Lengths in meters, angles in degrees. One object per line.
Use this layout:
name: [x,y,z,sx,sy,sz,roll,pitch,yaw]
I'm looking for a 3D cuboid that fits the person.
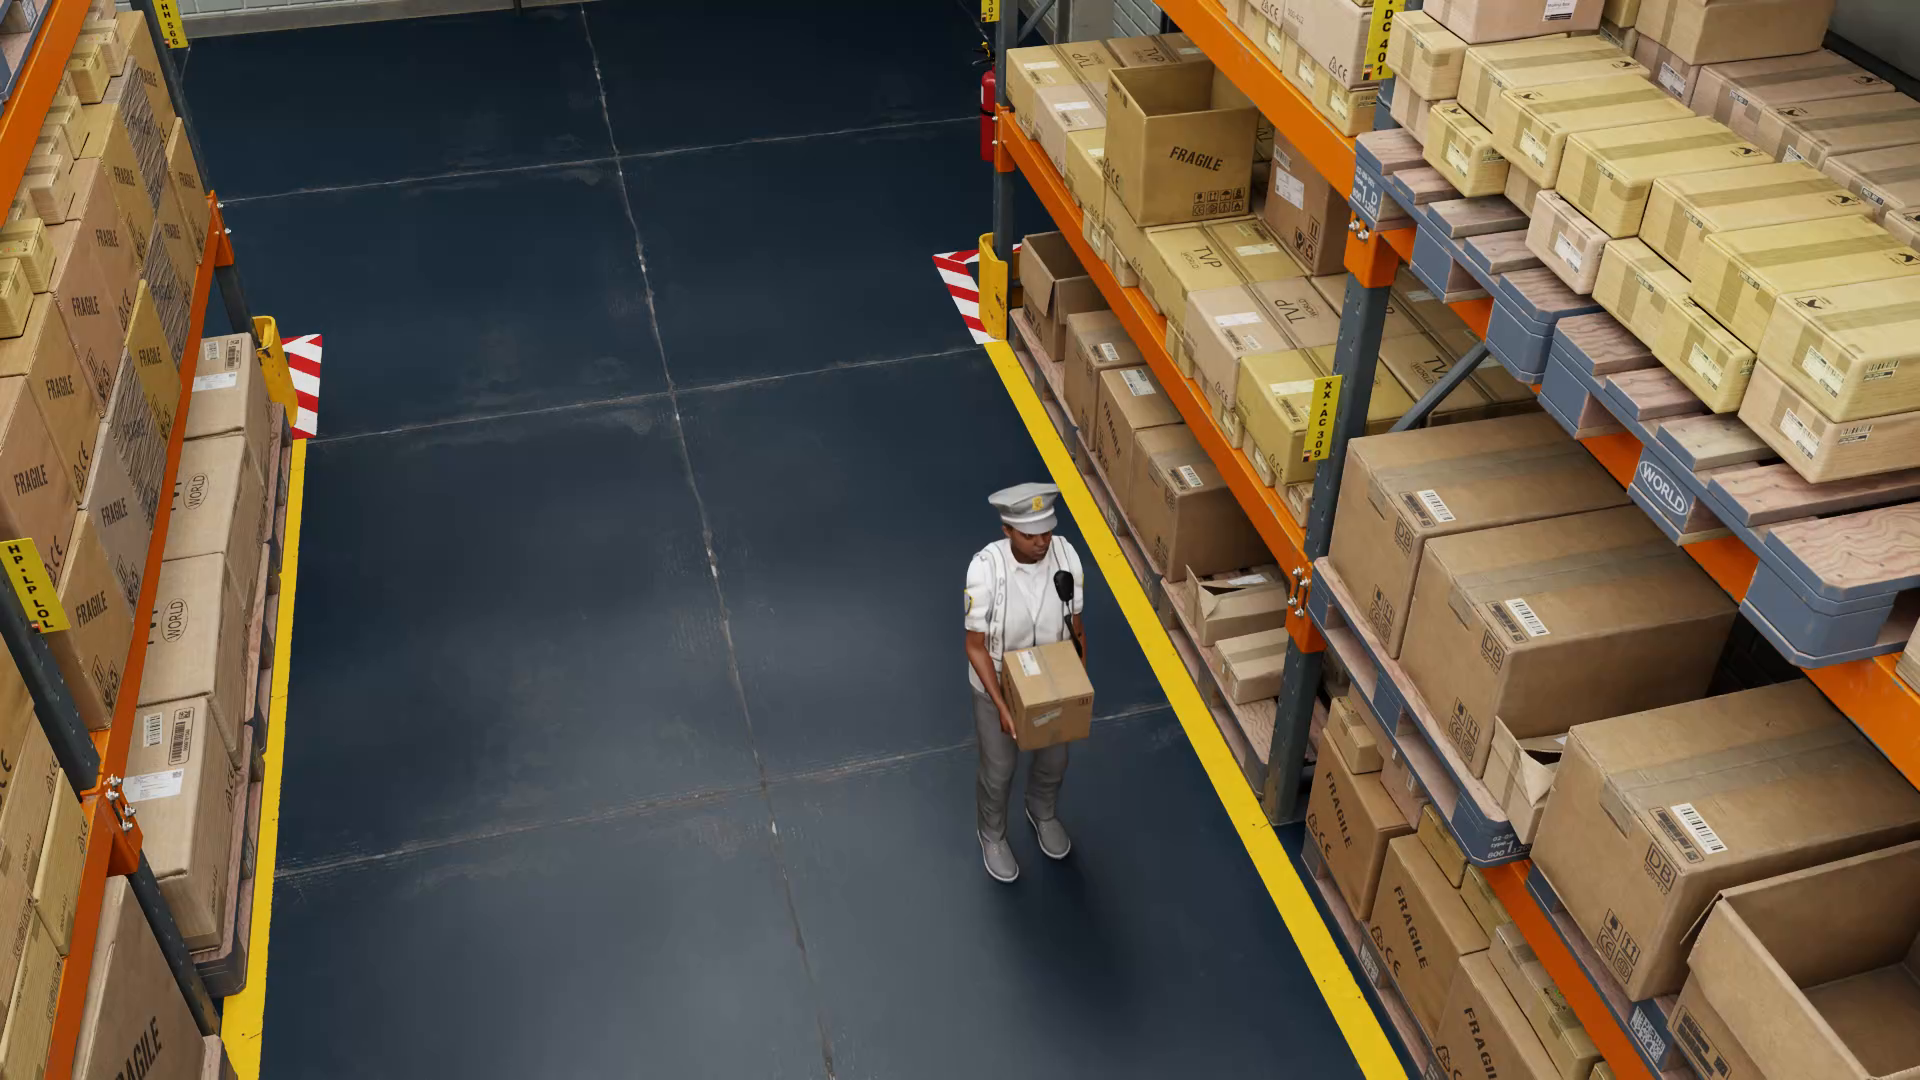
person: [0.245,0.549,6.003,0.451,1.687,0.535,-10,40,-13]
